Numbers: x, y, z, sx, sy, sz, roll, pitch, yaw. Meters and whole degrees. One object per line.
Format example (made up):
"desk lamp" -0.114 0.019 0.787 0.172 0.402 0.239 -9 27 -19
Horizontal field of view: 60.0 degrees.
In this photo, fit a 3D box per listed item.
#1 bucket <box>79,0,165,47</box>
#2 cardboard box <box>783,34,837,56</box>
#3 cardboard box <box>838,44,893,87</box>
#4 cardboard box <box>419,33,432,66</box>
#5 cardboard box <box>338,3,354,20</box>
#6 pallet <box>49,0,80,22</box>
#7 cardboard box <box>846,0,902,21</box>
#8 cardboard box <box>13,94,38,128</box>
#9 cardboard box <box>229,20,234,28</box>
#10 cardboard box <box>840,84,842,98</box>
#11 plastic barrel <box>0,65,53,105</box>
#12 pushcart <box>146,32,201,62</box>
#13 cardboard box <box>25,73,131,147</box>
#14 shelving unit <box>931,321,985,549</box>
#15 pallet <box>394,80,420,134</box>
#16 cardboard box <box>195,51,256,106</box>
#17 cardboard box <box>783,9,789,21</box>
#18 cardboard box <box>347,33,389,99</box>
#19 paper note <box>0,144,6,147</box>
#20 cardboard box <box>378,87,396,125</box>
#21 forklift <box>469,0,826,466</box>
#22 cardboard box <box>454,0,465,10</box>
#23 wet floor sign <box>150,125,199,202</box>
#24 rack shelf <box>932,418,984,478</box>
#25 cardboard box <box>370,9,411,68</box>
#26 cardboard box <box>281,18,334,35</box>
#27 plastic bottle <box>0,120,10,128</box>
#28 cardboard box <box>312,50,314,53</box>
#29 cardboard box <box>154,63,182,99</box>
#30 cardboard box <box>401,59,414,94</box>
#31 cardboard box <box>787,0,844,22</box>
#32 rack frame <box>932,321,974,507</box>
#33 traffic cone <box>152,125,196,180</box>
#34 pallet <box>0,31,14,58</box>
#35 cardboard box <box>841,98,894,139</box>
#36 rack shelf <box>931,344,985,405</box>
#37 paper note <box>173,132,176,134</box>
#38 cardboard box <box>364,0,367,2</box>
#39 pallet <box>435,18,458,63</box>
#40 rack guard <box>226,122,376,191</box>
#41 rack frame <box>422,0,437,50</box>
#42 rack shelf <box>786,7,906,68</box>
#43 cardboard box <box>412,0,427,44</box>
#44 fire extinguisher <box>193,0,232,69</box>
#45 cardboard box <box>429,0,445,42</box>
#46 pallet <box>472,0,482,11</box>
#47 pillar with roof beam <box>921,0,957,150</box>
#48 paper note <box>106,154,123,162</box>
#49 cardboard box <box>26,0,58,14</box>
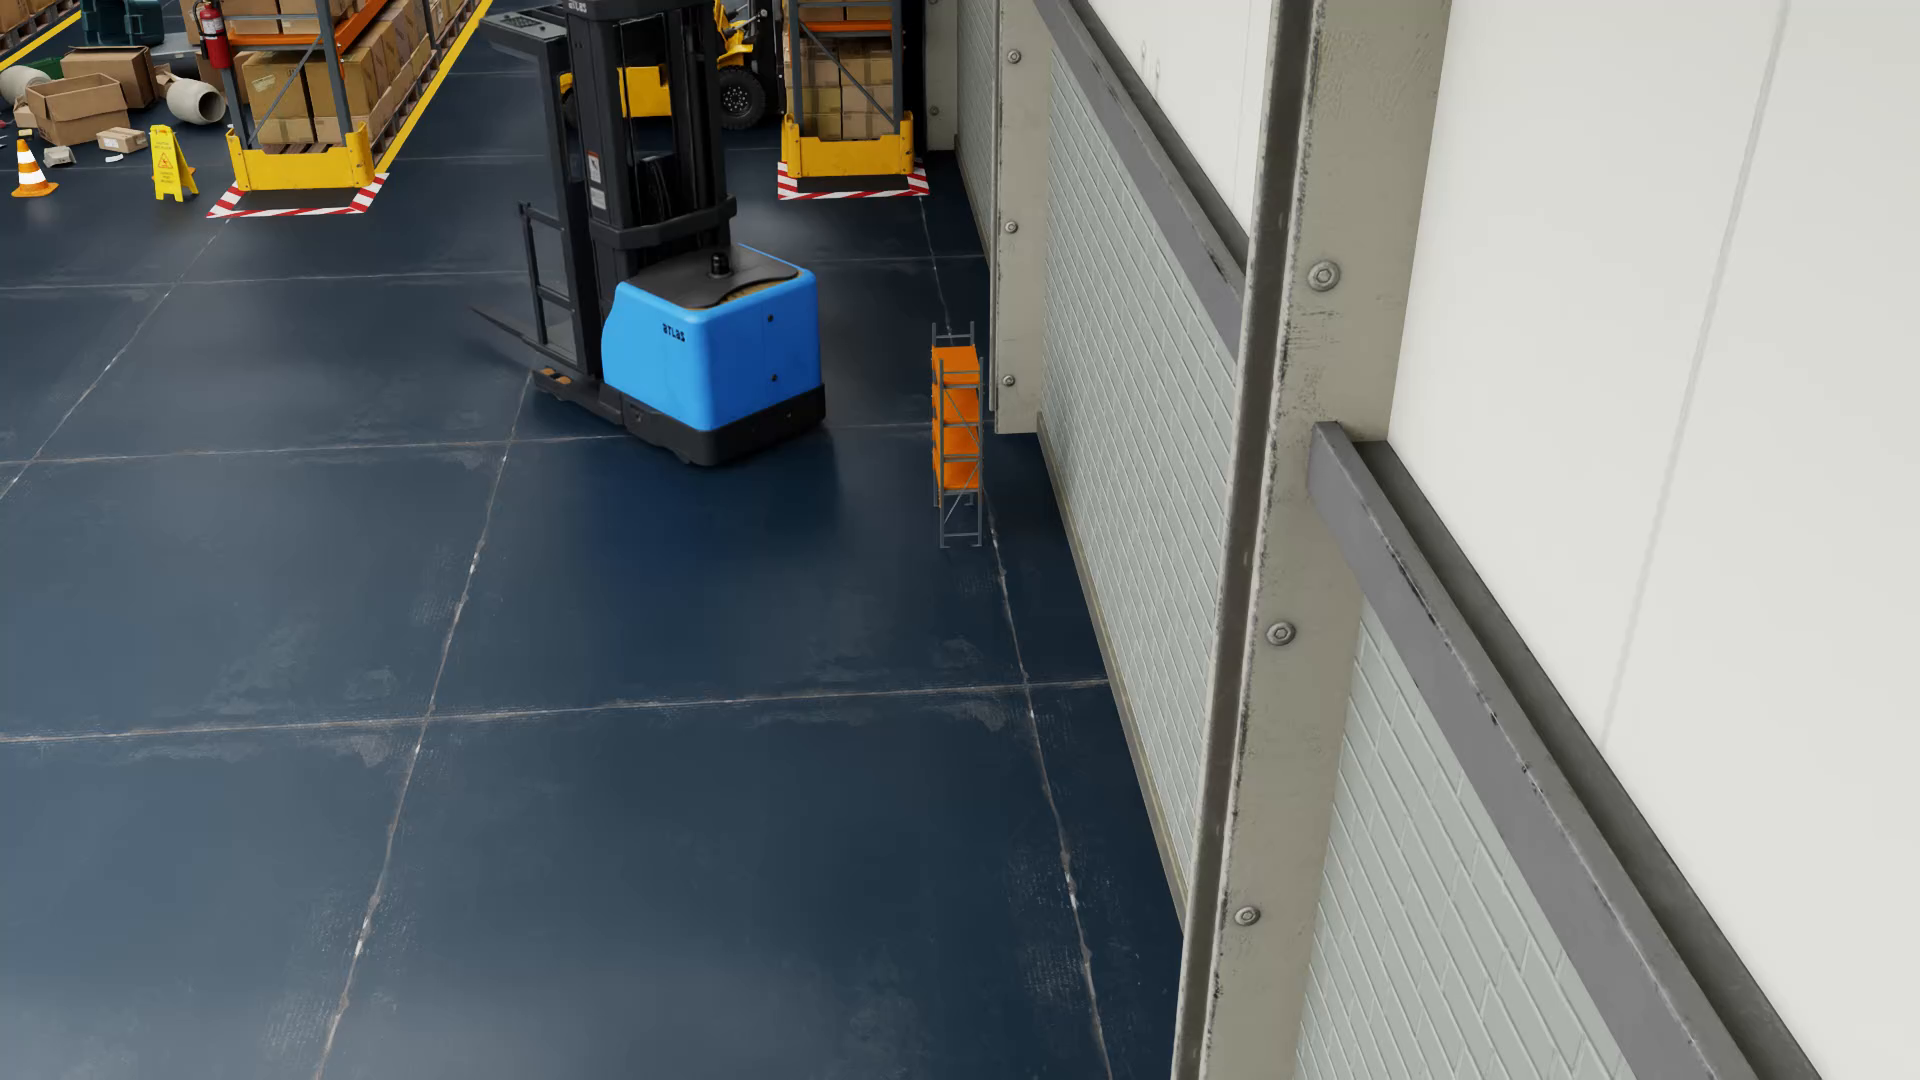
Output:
"bucket" -8.950 -5.560 17.844 0.726 0.611 0.620 8 22 13
"cardboard box" -1.431 -4.668 15.937 0.500 0.250 0.500 -2 31 -4
"cardboard box" -0.880 -4.442 15.558 0.500 0.250 0.500 -3 31 -5
"cardboard box" -6.016 -5.271 17.923 0.500 0.250 0.500 -1 31 -2
"cardboard box" -5.773 -4.861 15.209 0.380 0.149 0.250 -4 31 -6
"pallet" -11.633 -6.711 20.780 1.003 0.211 1.213 -3 31 -5
"cardboard box" -0.794 -5.067 15.211 0.500 0.500 0.500 -2 31 -3
"cardboard box" -9.264 -4.309 16.705 0.396 0.266 0.258 2 31 4
"cardboard box" -6.348 -4.715 14.965 0.380 0.149 0.250 -3 31 -5
"cardboard box" -0.919 -4.478 16.107 0.500 0.250 0.500 -3 31 -5
"plastic barrel" -9.625 -4.660 17.140 0.512 0.421 0.421 20 36 29
"pushcart" -8.605 -5.300 18.256 1.648 0.377 0.936 -14 33 -22
"cardboard box" -8.650 -4.222 16.328 0.637 0.503 0.797 27 40 37
"shelving unit" -0.015 -0.600 9.584 0.258 1.200 0.503 -3 31 -5
"pallet" -6.124 -4.398 16.908 1.003 0.211 1.213 -3 31 -5
"cardboard box" -7.594 -4.876 17.424 0.500 0.500 0.500 20 36 29
"cardboard box" -1.528 -5.184 16.801 0.500 0.250 0.500 -3 31 -6
"cardboard box" -5.822 -4.544 15.974 0.500 0.500 0.500 -4 31 -6
"paper note" -9.337 -3.815 16.109 0.144 0.017 0.142 8 32 13
"cardboard box" -5.806 -4.204 16.136 0.500 0.250 0.500 -2 31 -3
"forklift" -2.291 -2.371 10.862 3.031 2.935 1.130 27 40 37
"cardboard box" -6.528 -6.602 20.032 0.950 0.372 0.625 -2 31 -3
"wet floor sign" -7.013 -3.359 14.745 0.267 0.644 0.232 8 32 13
"rack shelf" -0.015 -0.542 9.619 0.258 0.148 0.480 -3 31 -5
"cardboard box" -5.919 -5.073 16.859 0.500 0.500 0.500 -1 31 -2
"cardboard box" -5.791 -4.594 14.761 0.380 0.149 0.250 -3 31 -4
"plastic bottle" -9.673 -4.159 16.654 0.283 0.061 0.133 -14 33 -22
"cardboard box" -6.352 -4.503 15.905 0.500 0.500 0.500 -2 31 -3
"cardboard box" -8.400 -4.868 17.642 0.396 0.266 0.258 27 40 37
"cardboard box" -5.914 -4.740 17.033 0.500 0.250 0.500 -2 31 -4
"cardboard box" -1.331 -5.040 15.165 0.500 0.500 0.500 -3 31 -6
"rack frame" -0.038 -0.724 9.793 0.240 1.200 0.015 -3 31 -5
"traffic cone" -7.290 -3.587 15.305 0.336 0.463 0.334 -3 31 -5
"pallet" -11.405 -5.465 18.694 1.003 0.211 1.213 -3 31 -5
"cardboard box" -0.875 -4.018 15.824 0.500 0.250 0.500 -3 31 -4
"rack shelf" -0.015 -0.937 9.383 0.258 0.148 0.480 -3 31 -5
"paper note" -7.797 -4.022 16.475 0.032 0.001 0.123 -3 31 -5
"cardboard box" -5.809 -5.124 15.648 0.380 0.149 0.250 -2 31 -3
"pallet" -6.414 -5.761 19.189 1.003 0.211 1.213 -3 31 -5
"rack guard" -5.973 -3.484 15.096 1.175 0.500 0.348 -3 31 -5
"rack frame" -6.339 -6.561 17.809 1.000 3.000 0.127 -3 31 -5
"rack shelf" -1.211 -5.470 16.685 1.077 0.370 4.000 -3 31 -5
"cardboard box" -6.017 -5.593 17.730 0.500 0.500 0.500 -3 31 -5
"fire extinguisher" -6.414 -4.405 14.275 0.296 0.674 0.183 -3 31 -5
"cardboard box" -6.391 -5.880 18.823 0.950 0.372 0.625 -2 31 -4
"pallet" -6.641 -7.007 21.275 1.003 0.211 1.213 -3 31 -5
"pillar with roof beam" -4.478 -7.526 13.575 9.100 9.000 0.400 -3 31 -5
"paper note" -8.036 -3.631 15.800 0.148 0.019 0.142 -14 33 -22
"cardboard box" -11.580 -6.767 19.939 1.050 0.750 0.750 -2 31 -4
